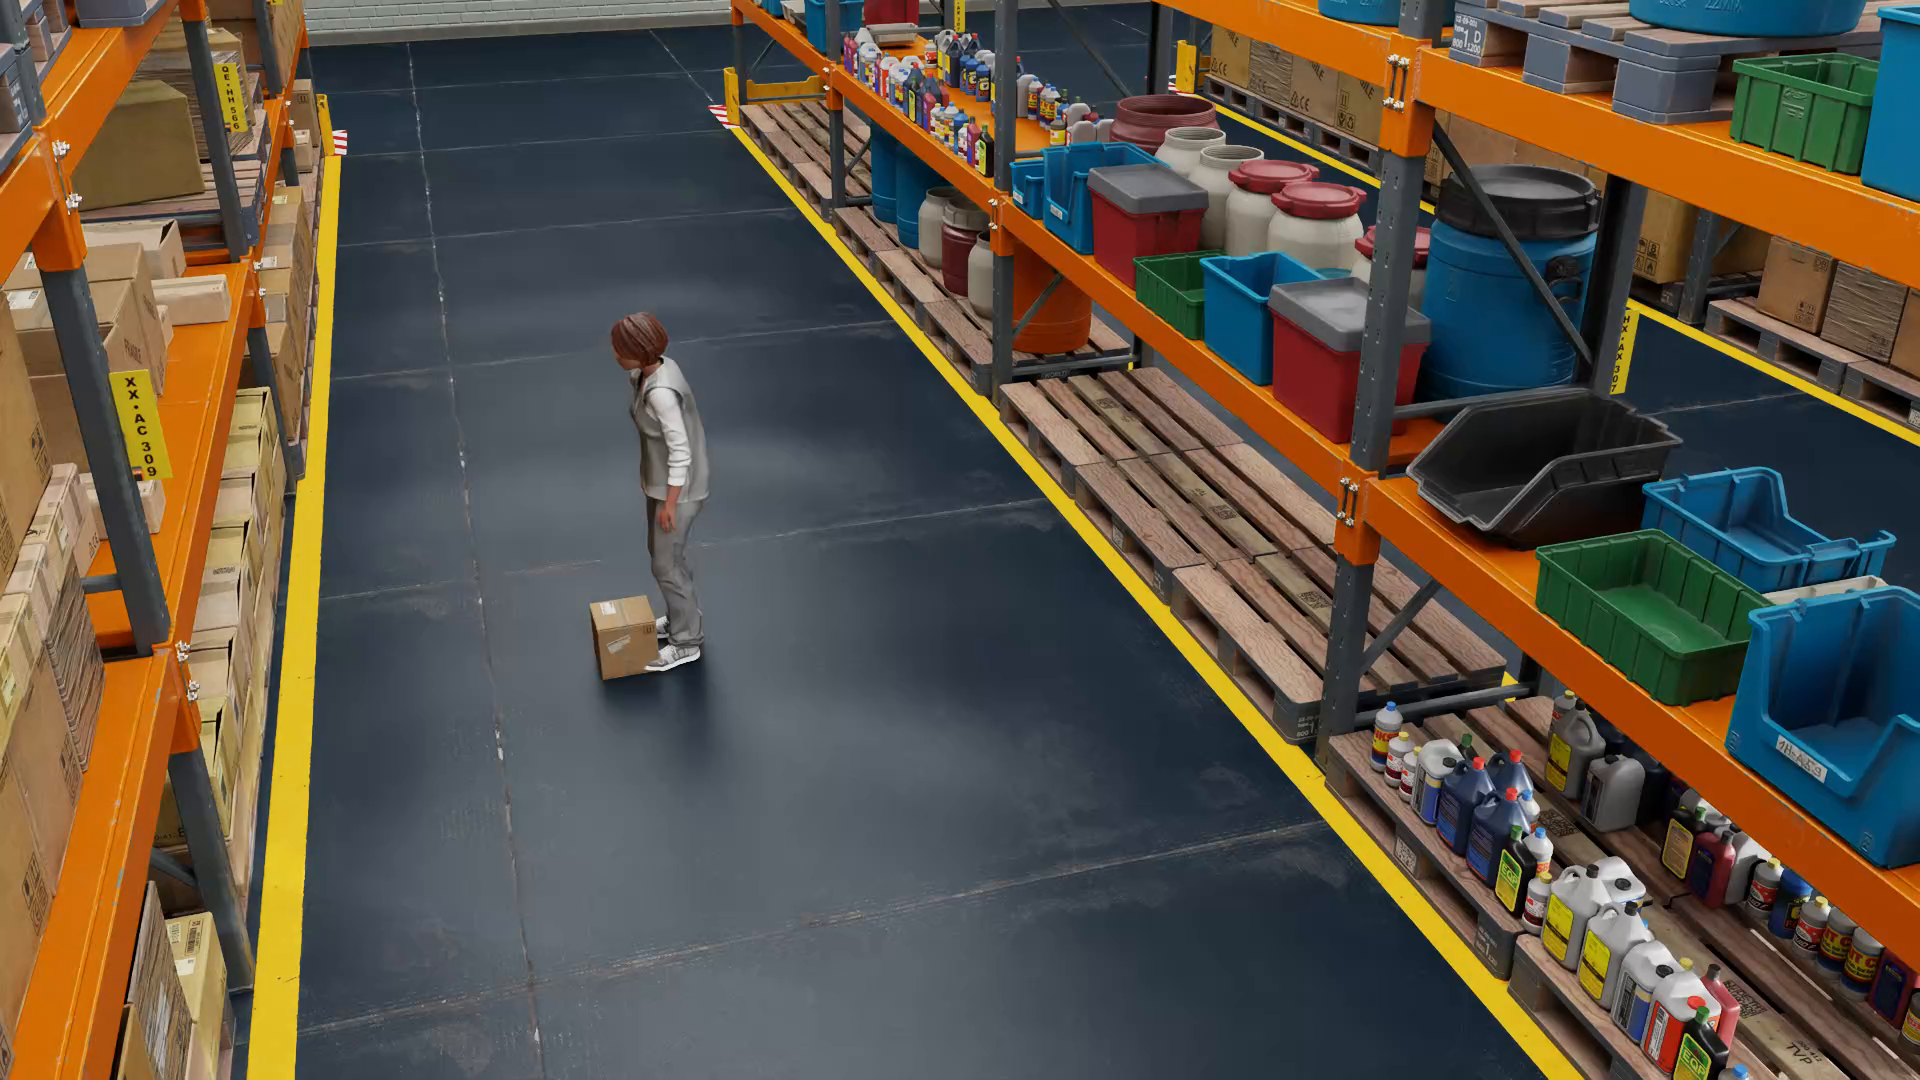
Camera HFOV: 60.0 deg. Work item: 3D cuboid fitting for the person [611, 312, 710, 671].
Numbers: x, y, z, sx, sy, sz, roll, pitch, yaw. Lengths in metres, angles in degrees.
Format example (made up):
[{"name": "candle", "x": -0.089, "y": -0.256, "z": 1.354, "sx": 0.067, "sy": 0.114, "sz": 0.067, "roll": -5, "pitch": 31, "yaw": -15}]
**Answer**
[{"name": "person", "x": -1.252, "y": -0.209, "z": 7.043, "sx": 0.367, "sy": 1.593, "sz": 0.478, "roll": -9, "pitch": 28, "yaw": -18}]
